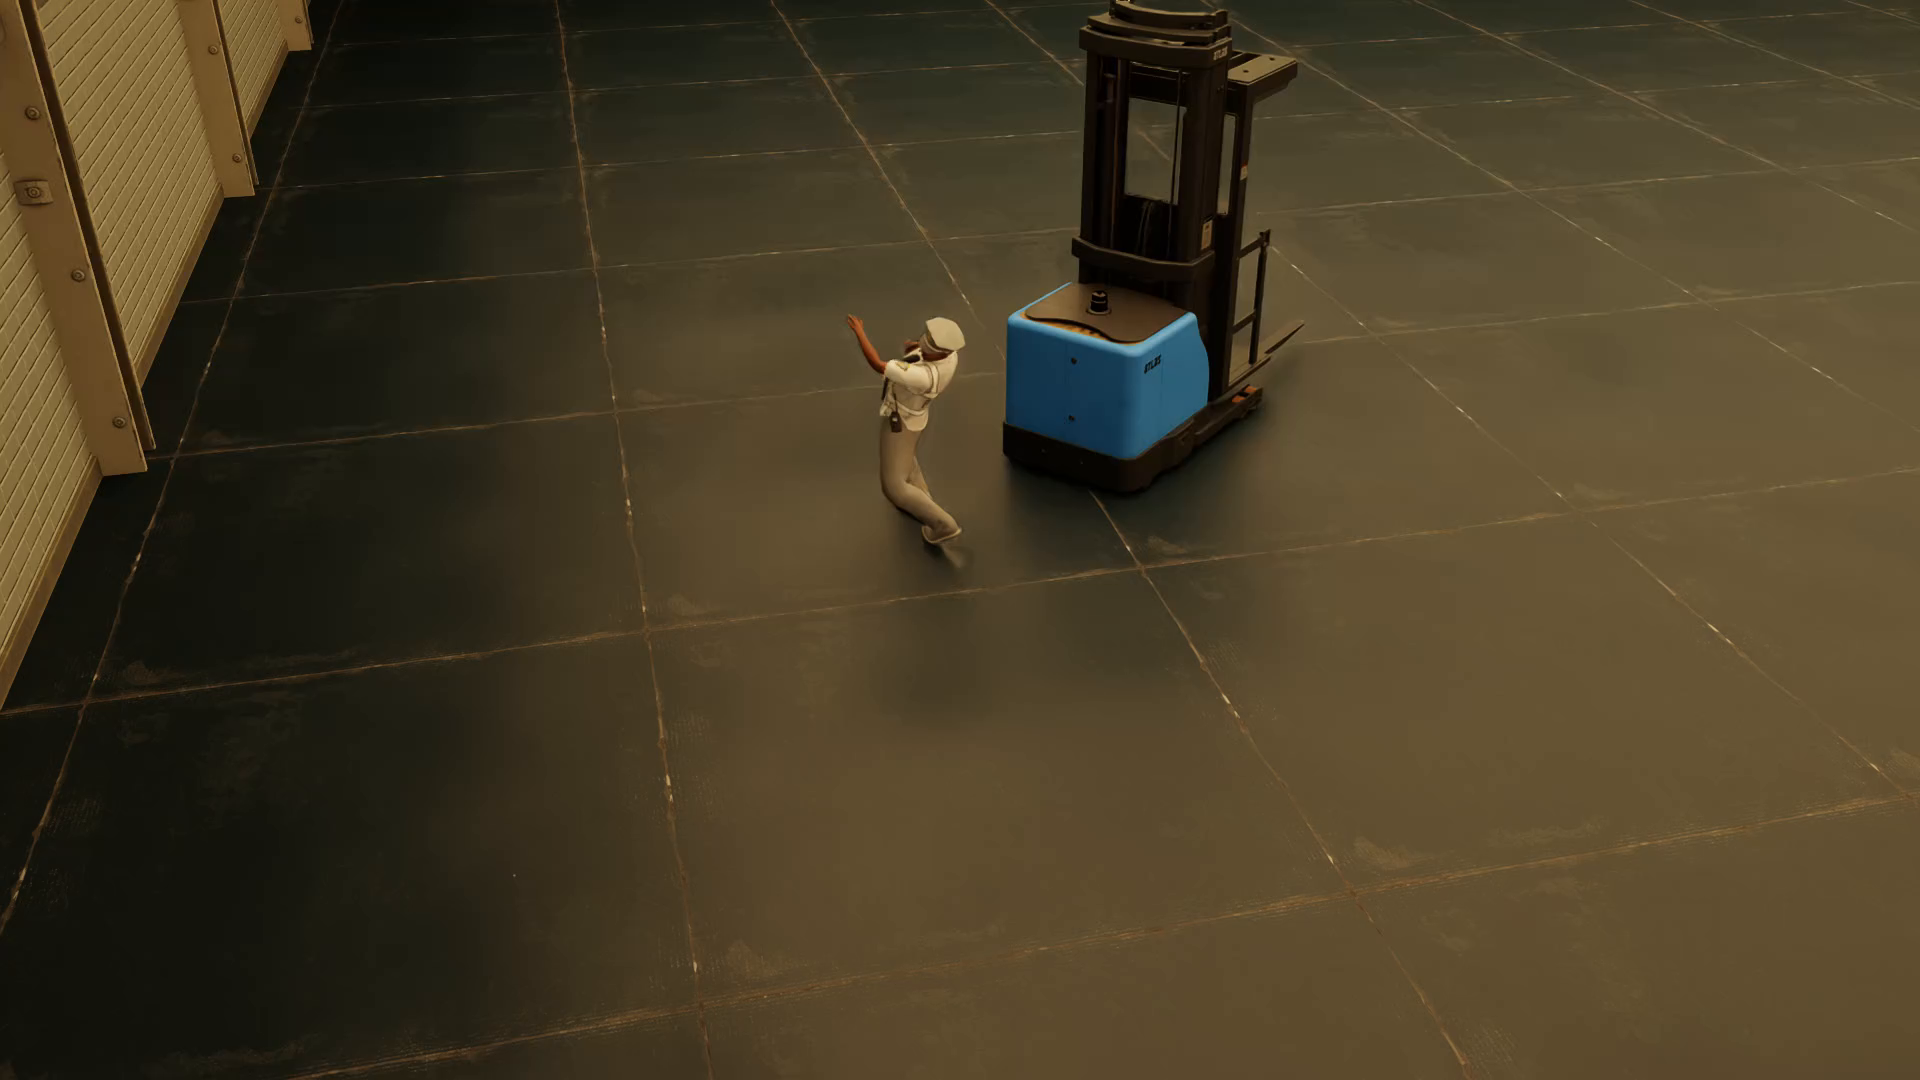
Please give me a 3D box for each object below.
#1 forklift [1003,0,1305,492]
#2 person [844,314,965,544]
[{"bbox_3d":[1.554,-2.268,11.492,1.130,2.935,3.031,20,35,30],"label":"forklift"},{"bbox_3d":[-0.311,-0.803,10.398,0.760,1.472,0.962,3,30,6],"label":"person"}]
